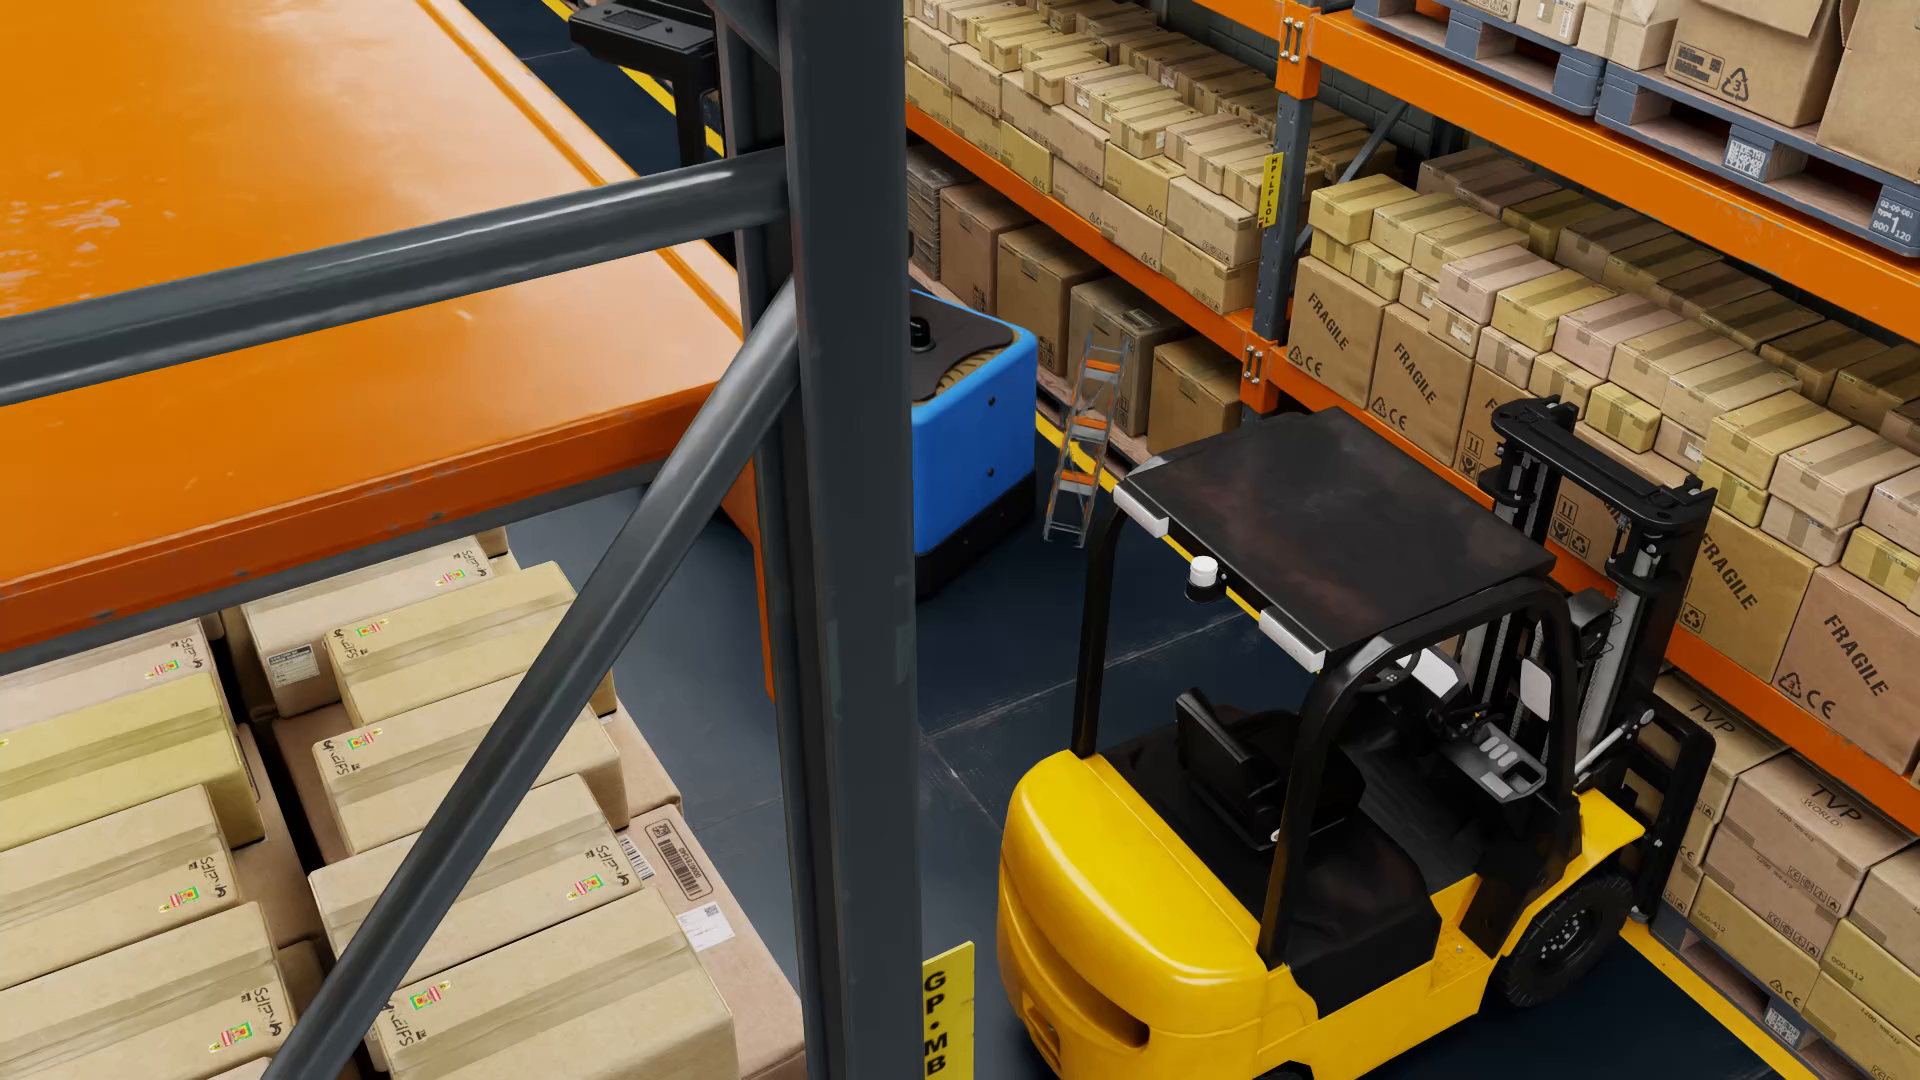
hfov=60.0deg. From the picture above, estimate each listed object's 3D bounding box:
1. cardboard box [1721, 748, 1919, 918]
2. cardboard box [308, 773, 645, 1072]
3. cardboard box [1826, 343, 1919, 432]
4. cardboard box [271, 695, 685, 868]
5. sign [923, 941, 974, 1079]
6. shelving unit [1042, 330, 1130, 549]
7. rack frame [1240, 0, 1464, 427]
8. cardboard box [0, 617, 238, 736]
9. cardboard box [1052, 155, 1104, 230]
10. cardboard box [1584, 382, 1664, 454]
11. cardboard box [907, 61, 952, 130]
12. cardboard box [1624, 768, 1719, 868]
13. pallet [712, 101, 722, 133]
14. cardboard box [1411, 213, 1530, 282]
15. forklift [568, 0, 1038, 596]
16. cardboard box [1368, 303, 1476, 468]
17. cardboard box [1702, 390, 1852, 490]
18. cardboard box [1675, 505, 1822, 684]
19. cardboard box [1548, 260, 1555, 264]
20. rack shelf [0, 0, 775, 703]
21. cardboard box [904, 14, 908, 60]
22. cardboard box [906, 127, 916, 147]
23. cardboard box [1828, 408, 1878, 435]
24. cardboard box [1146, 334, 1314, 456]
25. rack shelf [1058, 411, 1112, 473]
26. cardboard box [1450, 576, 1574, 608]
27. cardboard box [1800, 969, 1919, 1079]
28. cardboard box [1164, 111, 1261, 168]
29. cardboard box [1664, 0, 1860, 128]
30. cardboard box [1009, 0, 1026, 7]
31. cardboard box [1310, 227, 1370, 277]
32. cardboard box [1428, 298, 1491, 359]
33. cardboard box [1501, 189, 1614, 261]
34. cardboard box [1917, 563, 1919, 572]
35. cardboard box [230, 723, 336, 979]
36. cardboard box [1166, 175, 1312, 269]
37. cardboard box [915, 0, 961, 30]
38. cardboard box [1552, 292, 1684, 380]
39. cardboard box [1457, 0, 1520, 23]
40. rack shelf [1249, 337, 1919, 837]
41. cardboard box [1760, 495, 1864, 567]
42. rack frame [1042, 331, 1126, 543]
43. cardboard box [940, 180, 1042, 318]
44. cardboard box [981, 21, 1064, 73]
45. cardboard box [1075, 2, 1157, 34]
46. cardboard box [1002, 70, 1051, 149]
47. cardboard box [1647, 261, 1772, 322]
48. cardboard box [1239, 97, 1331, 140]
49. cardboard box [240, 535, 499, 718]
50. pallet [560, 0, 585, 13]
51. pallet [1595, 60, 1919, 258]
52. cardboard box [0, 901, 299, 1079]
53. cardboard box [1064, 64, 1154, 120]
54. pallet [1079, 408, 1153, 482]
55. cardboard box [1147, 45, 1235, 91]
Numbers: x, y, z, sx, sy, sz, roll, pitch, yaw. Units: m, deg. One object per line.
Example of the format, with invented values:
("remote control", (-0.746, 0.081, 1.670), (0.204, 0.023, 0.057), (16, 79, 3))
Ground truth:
("cardboard box", (3.029, 0.965, 5.740), (0.500, 0.250, 0.500), (-18, 40, -23))
("cardboard box", (-0.641, 0.504, 2.237), (0.380, 0.149, 0.250), (-19, 40, -24))
("cardboard box", (3.249, -0.522, 5.763), (0.380, 0.149, 0.250), (-20, 41, -25))
("cardboard box", (-0.765, 0.436, 2.669), (0.500, 0.250, 0.500), (-20, 40, -25))
("sign", (-0.029, 0.577, 1.860), (0.100, 0.325, 0.005), (-19, 40, -24))
("shelving unit", (0.623, -0.502, 8.266), (0.215, 1.050, 0.252), (12, 7, 1))
("rack frame", (1.782, -1.211, 7.592), (1.000, 3.000, 0.127), (-19, 40, -24))
("cardboard box", (-1.363, 0.246, 2.591), (0.380, 0.149, 0.250), (-19, 40, -24))
("cardboard box", (0.822, -1.847, 8.590), (0.500, 0.250, 0.500), (-19, 40, -24))
("cardboard box", (2.475, -0.478, 5.954), (0.380, 0.149, 0.250), (-20, 41, -25))
("cardboard box", (0.033, -2.633, 9.667), (0.500, 0.250, 0.500), (-20, 41, -25))
("cardboard box", (2.757, 0.896, 6.258), (0.500, 0.250, 0.500), (-20, 41, -25))
("pallet", (-1.179, -3.138, 12.595), (1.003, 0.211, 1.213), (-19, 40, -24))
("cardboard box", (2.031, -1.149, 6.620), (0.380, 0.149, 0.250), (-20, 40, -25))
("forklift", (-1.089, -1.614, 8.203), (3.031, 2.935, 1.130), (24, 42, 29))
("cardboard box", (2.055, -0.687, 6.790), (0.500, 0.500, 0.500), (-18, 40, -23))
("cardboard box", (2.702, -0.335, 5.505), (0.380, 0.149, 0.250), (-18, 40, -23))
("cardboard box", (2.807, 0.087, 5.730), (0.500, 0.500, 0.500), (-20, 41, -25))
("cardboard box", (2.447, -1.170, 6.902), (0.380, 0.149, 0.250), (-18, 40, -23))
("rack shelf", (-1.503, -0.849, 2.623), (1.077, 0.370, 4.000), (-19, 40, -24))
("cardboard box", (-0.237, -3.086, 9.862), (0.500, 0.250, 0.500), (-19, 40, -24))
("cardboard box", (-0.626, -2.563, 11.206), (0.500, 0.500, 0.500), (-18, 40, -23))
("cardboard box", (3.261, -0.400, 5.847), (0.380, 0.149, 0.250), (-18, 40, -22))
("cardboard box", (1.510, -0.684, 8.528), (0.875, 0.625, 0.625), (-17, 39, -22))
("rack shelf", (0.621, -0.492, 8.268), (0.215, 0.259, 0.240), (12, 7, 1))
("cardboard box", (2.262, 0.180, 6.815), (0.500, 0.250, 0.500), (-18, 40, -22))
("cardboard box", (3.283, 1.624, 5.686), (0.500, 0.250, 0.500), (-19, 40, -24))
("cardboard box", (1.196, -1.888, 7.884), (0.380, 0.149, 0.250), (-19, 40, -24))
("cardboard box", (2.670, -1.649, 5.120), (0.797, 0.503, 0.637), (-18, 40, -22))
("cardboard box", (0.416, -3.197, 9.676), (0.380, 0.149, 0.250), (-19, 40, -24))
("cardboard box", (1.715, -1.273, 7.042), (0.380, 0.149, 0.250), (-20, 40, -25))
("cardboard box", (2.061, -0.869, 6.489), (0.380, 0.149, 0.250), (-18, 40, -23))
("cardboard box", (2.439, -1.289, 6.812), (0.380, 0.149, 0.250), (-19, 40, -24))
("cardboard box", (3.124, 0.044, 4.986), (0.380, 0.149, 0.250), (-18, 40, -23))
("cardboard box", (-1.228, 0.589, 2.460), (0.500, 0.250, 0.500), (-19, 40, -25))
("cardboard box", (1.314, -1.527, 7.728), (0.500, 0.250, 0.500), (-20, 41, -25))
("cardboard box", (-0.035, -3.044, 9.467), (0.380, 0.149, 0.250), (-18, 40, -23))
("cardboard box", (2.402, -0.749, 6.073), (0.380, 0.149, 0.250), (-19, 40, -24))
("cardboard box", (1.989, -2.100, 5.900), (0.500, 0.311, 0.500), (-18, 40, -23))
("rack shelf", (2.787, 0.100, 6.408), (1.077, 0.370, 4.000), (-19, 40, -24))
("cardboard box", (2.854, -0.091, 5.424), (0.380, 0.149, 0.250), (-20, 41, -25))
("rack frame", (0.627, -0.515, 8.388), (0.200, 1.050, 0.008), (12, 7, 1))
("cardboard box", (0.409, -1.808, 10.067), (0.875, 0.625, 0.625), (-18, 40, -22))
("cardboard box", (0.336, -2.648, 8.925), (0.380, 0.149, 0.250), (-18, 40, -23))
("cardboard box", (0.862, -2.833, 9.178), (0.380, 0.149, 0.250), (-20, 40, -25))
("cardboard box", (0.561, -2.312, 8.803), (0.500, 0.250, 0.500), (-18, 40, -23))
("cardboard box", (2.819, -0.897, 6.276), (0.380, 0.149, 0.250), (-19, 40, -24))
("cardboard box", (1.577, -2.036, 8.087), (0.380, 0.149, 0.250), (-19, 40, -24))
("cardboard box", (-0.982, 0.111, 2.776), (0.380, 0.149, 0.250), (-19, 40, -24))
("pallet", (-3.198, -5.138, 15.333), (1.003, 0.211, 1.213), (-19, 40, -24))
("pallet", (2.842, -1.338, 5.297), (1.003, 0.211, 1.213), (-19, 40, -24))
("cardboard box", (-1.020, 0.642, 2.049), (0.380, 0.149, 0.250), (-18, 40, -23))
("cardboard box", (0.751, -2.264, 8.400), (0.380, 0.149, 0.250), (-19, 40, -24))
("pallet", (1.378, -0.449, 8.913), (1.003, 0.211, 1.213), (-19, 40, -24))
("cardboard box", (1.196, -2.422, 8.615), (0.380, 0.149, 0.250), (-19, 40, -24))
